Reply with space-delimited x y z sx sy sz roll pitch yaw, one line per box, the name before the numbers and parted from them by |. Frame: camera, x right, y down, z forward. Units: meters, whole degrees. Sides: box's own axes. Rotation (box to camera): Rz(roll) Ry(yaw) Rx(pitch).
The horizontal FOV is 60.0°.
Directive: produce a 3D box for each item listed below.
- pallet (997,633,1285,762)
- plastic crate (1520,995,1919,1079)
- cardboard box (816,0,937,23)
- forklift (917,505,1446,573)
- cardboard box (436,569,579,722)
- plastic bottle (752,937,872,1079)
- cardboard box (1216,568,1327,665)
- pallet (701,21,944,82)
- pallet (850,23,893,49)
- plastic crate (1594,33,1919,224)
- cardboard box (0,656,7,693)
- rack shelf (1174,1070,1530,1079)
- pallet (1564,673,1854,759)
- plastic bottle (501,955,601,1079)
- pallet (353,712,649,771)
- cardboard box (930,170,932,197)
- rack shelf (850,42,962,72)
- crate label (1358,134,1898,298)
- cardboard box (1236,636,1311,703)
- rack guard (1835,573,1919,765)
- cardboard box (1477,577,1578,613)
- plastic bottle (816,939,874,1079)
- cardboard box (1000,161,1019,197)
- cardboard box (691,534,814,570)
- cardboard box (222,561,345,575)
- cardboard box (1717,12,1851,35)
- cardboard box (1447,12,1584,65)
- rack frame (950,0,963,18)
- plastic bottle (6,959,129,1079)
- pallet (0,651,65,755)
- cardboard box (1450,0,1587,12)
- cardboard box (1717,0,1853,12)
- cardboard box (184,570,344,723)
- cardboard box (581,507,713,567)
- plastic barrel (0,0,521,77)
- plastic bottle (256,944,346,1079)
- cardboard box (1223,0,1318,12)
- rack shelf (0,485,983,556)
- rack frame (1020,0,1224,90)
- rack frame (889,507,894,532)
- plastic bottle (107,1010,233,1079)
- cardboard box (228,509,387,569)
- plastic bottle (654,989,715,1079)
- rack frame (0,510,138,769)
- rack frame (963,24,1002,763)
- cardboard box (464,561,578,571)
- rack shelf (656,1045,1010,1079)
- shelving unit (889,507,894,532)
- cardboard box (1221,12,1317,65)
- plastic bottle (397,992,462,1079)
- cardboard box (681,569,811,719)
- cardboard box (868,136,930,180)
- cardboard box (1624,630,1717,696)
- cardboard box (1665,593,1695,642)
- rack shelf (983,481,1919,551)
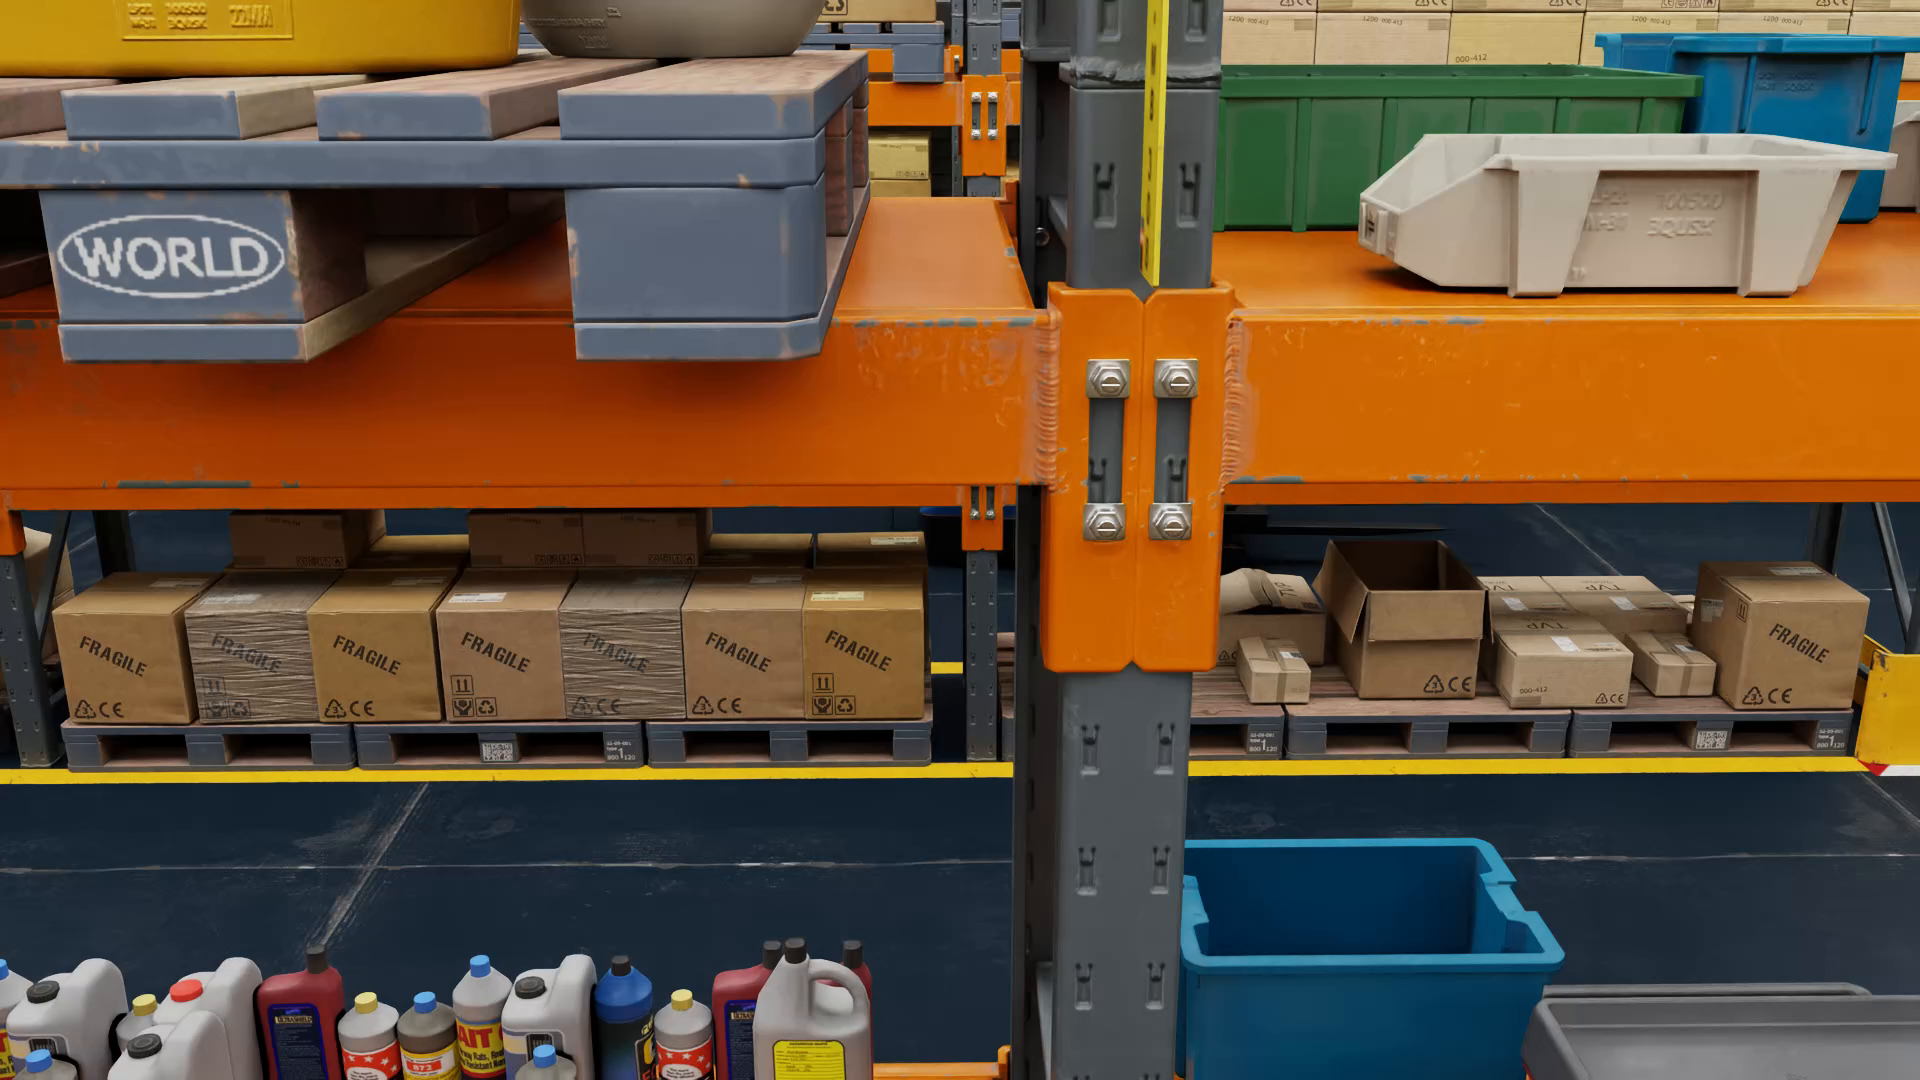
pallet | 0.771 0.693 7.542 1.213 0.211 1.003 0 18 -1
plastic crate | 1.055 0.894 2.146 0.583 0.464 0.402 0 18 -1
cardboard box | -0.421 -2.375 6.616 0.600 0.600 0.600 -2 18 -6
forklift | 1.289 -1.374 9.531 3.031 2.935 1.130 1 18 3
cardboard box | -1.909 0.444 7.125 0.500 0.500 0.500 -1 18 -3
plastic bottle | -0.239 0.807 2.701 0.185 0.351 0.144 0 18 -1
cardboard box | 1.399 0.346 7.740 0.500 0.311 0.500 0 18 -1
pallet | -0.569 -1.989 6.734 1.003 0.211 1.213 0 18 -1
pallet | -0.914 -3.462 11.333 1.217 0.209 0.805 -1 18 -3
plastic crate | 1.064 -0.569 2.275 0.300 0.233 0.416 0 18 -1
cardboard box | -4.438 0.574 7.162 0.500 0.250 0.500 0 18 0
rack shelf | 2.158 1.214 2.530 4.000 0.370 1.077 0 18 -1
pallet | 3.210 0.681 7.579 1.213 0.211 1.003 0 18 -1
plastic bottle | -0.676 0.828 2.760 0.135 0.276 0.152 0 18 -1
pallet | -1.952 0.718 7.463 1.213 0.211 1.003 0 18 -1
cardboard box | -0.462 -2.418 11.992 0.500 0.500 0.500 -1 18 -3
rack shelf | -1.998 -3.221 11.444 4.000 0.370 1.077 0 18 -1
crate label | 0.652 -0.336 1.705 0.466 0.136 0.293 0 18 -1
cardboard box | 1.372 0.565 7.295 0.250 0.166 0.380 0 18 -1
rack guard | 4.007 0.539 7.547 0.348 0.500 1.175 0 18 -1
cardboard box | 2.535 0.369 7.766 0.500 0.250 0.500 0 18 -1
plastic bottle | -0.215 0.808 2.809 0.133 0.283 0.061 0 18 -1
cardboard box | 0.545 -2.285 11.770 0.700 0.700 0.980 0 18 0
cardboard box | -0.937 0.283 7.627 0.500 0.500 0.500 0 18 0
cardboard box | -2.984 0.292 7.599 0.500 0.500 0.500 0 18 1
cardboard box | 3.074 -1.926 6.476 0.500 0.250 0.500 0 18 -1
cardboard box | 2.074 -1.922 6.464 0.500 0.250 0.500 0 18 -1
rack frame | 0.002 -5.001 10.906 0.127 3.000 1.000 0 18 -1
plastic bottle | -1.468 0.832 2.748 0.135 0.276 0.152 0 18 -1
pallet | -4.739 0.707 7.497 1.213 0.211 1.003 0 18 -1
cardboard box | 2.074 -2.158 6.379 0.500 0.250 0.500 0 18 -1
cardboard box | 3.074 -2.163 6.397 0.500 0.250 0.500 0 18 -1
cardboard box | -2.933 0.449 7.109 0.500 0.500 0.500 -1 18 -3
cardboard box | -1.404 -0.075 7.516 0.500 0.250 0.500 0 18 -1
plastic barrel | -0.751 -0.770 1.632 0.600 0.588 0.600 0 18 0
plastic bottle | -1.103 0.812 2.796 0.133 0.283 0.061 0 18 -1
cardboard box | 1.074 -2.156 6.375 0.500 0.250 0.500 0 18 -1
rack shelf | -1.916 -0.280 7.186 4.000 0.370 1.077 0 18 -1
rack frame | 0.158 -1.976 1.474 0.127 3.000 1.000 0 18 -1
rack frame | -0.414 -0.579 9.889 0.006 1.200 0.240 1 18 3
plastic bottle | -1.234 0.877 2.606 0.135 0.276 0.152 0 18 -1
cardboard box | -2.928 -0.067 7.489 0.500 0.250 0.500 0 18 1
plastic bottle | -0.463 0.854 2.800 0.097 0.201 0.097 0 18 0
rack frame | -3.916 -0.613 7.046 0.127 3.000 1.000 0 18 -1
rack frame | 0.084 -0.632 7.107 0.127 3.000 1.000 0 18 -1
cardboard box | -1.942 0.285 7.620 0.500 0.500 0.500 -1 18 -3
rack shelf | -1.841 1.233 2.470 4.000 0.370 1.077 0 18 -1
shelving unit | -0.323 -0.578 9.884 0.189 1.200 0.258 1 18 3
cardboard box | 1.074 -1.917 6.447 0.500 0.250 0.500 0 18 -1
plastic bottle | -0.890 0.856 2.794 0.097 0.201 0.097 0 18 0
cardboard box | -0.899 0.439 7.141 0.500 0.500 0.500 0 18 -1
cardboard box | -0.461 -2.620 11.394 0.500 0.250 0.500 0 18 0
cardboard box | 3.137 0.541 7.369 0.250 0.166 0.380 0 18 -1
cardboard box | 3.409 0.387 7.849 0.250 0.166 0.380 0 18 -1
rack shelf | 2.084 -0.299 7.247 4.000 0.370 1.077 0 18 -1
